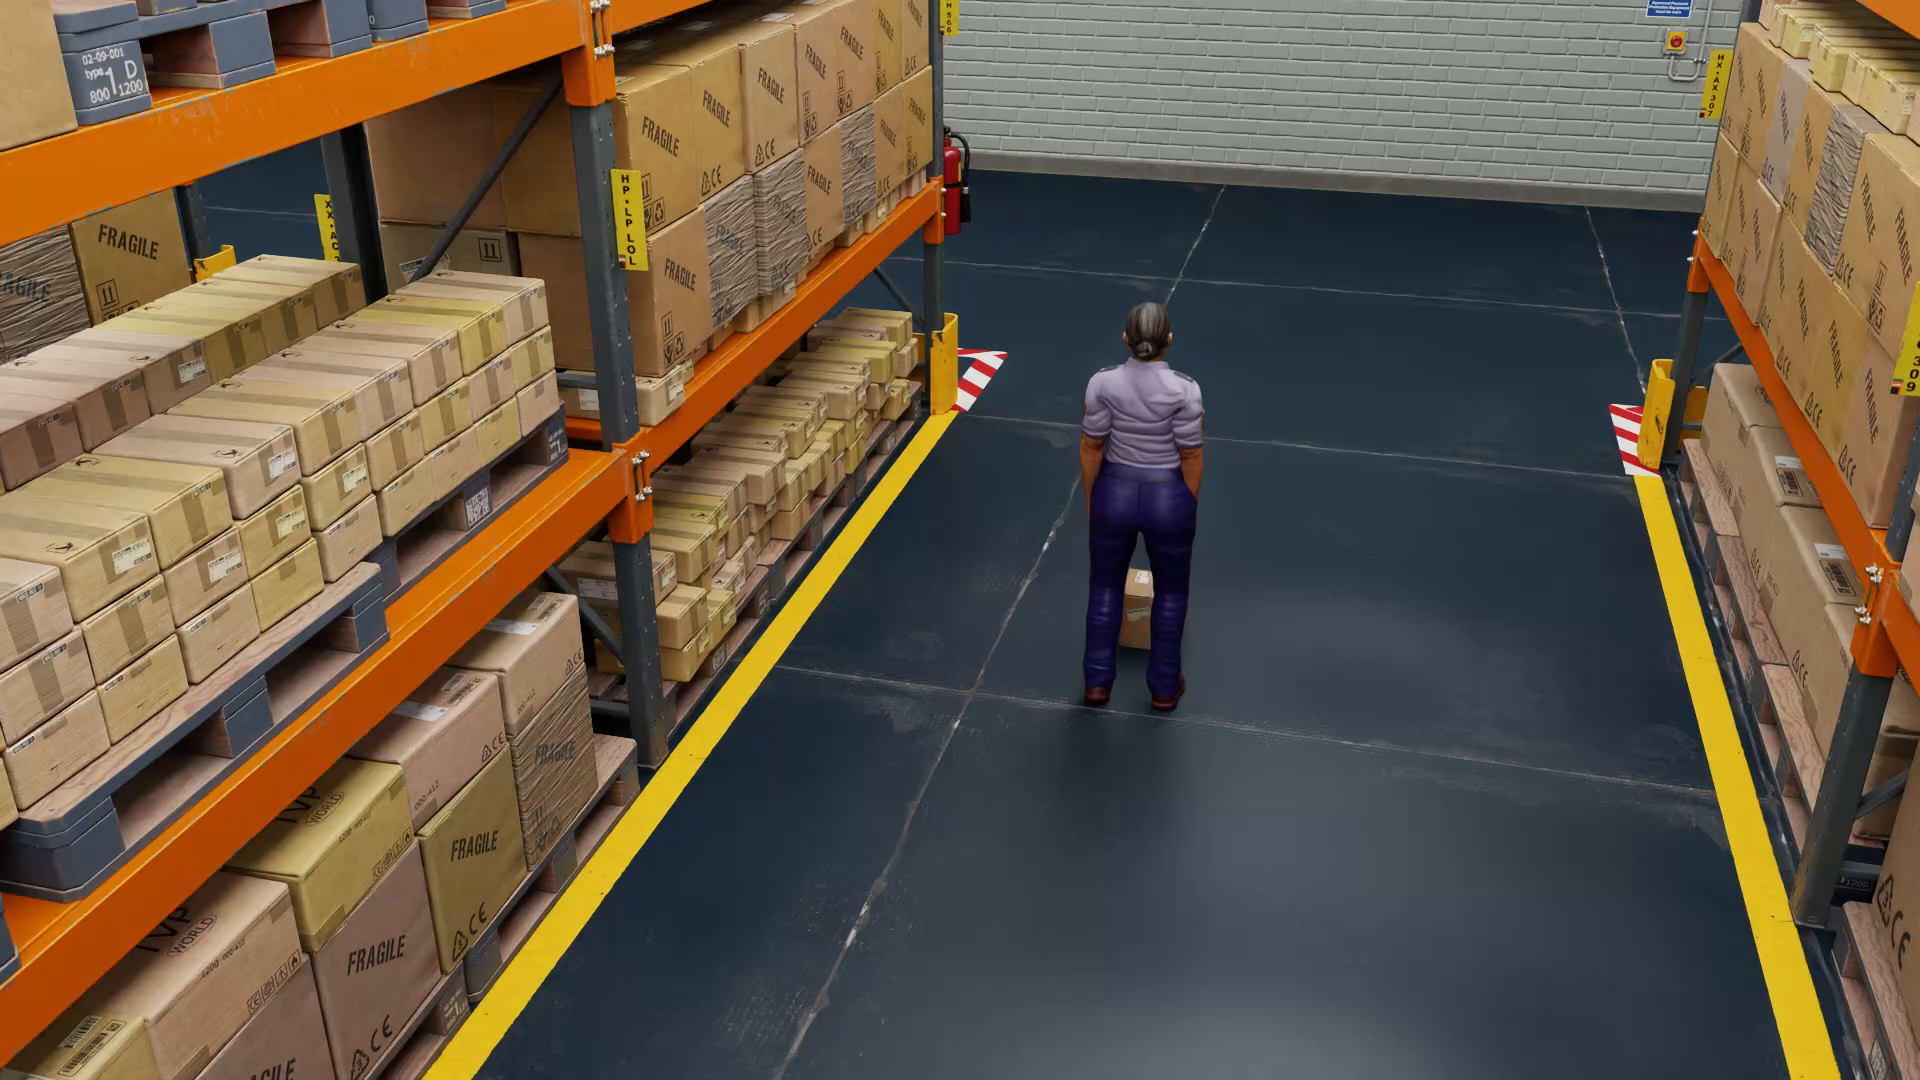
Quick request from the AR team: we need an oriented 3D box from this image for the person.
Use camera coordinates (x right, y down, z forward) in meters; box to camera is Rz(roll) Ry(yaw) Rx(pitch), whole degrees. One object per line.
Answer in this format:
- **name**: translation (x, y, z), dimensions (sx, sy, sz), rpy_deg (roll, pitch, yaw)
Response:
- **person**: translation (0.693, -0.112, 6.415), dimensions (0.467, 1.685, 0.343), rpy_deg (7, 26, 14)
